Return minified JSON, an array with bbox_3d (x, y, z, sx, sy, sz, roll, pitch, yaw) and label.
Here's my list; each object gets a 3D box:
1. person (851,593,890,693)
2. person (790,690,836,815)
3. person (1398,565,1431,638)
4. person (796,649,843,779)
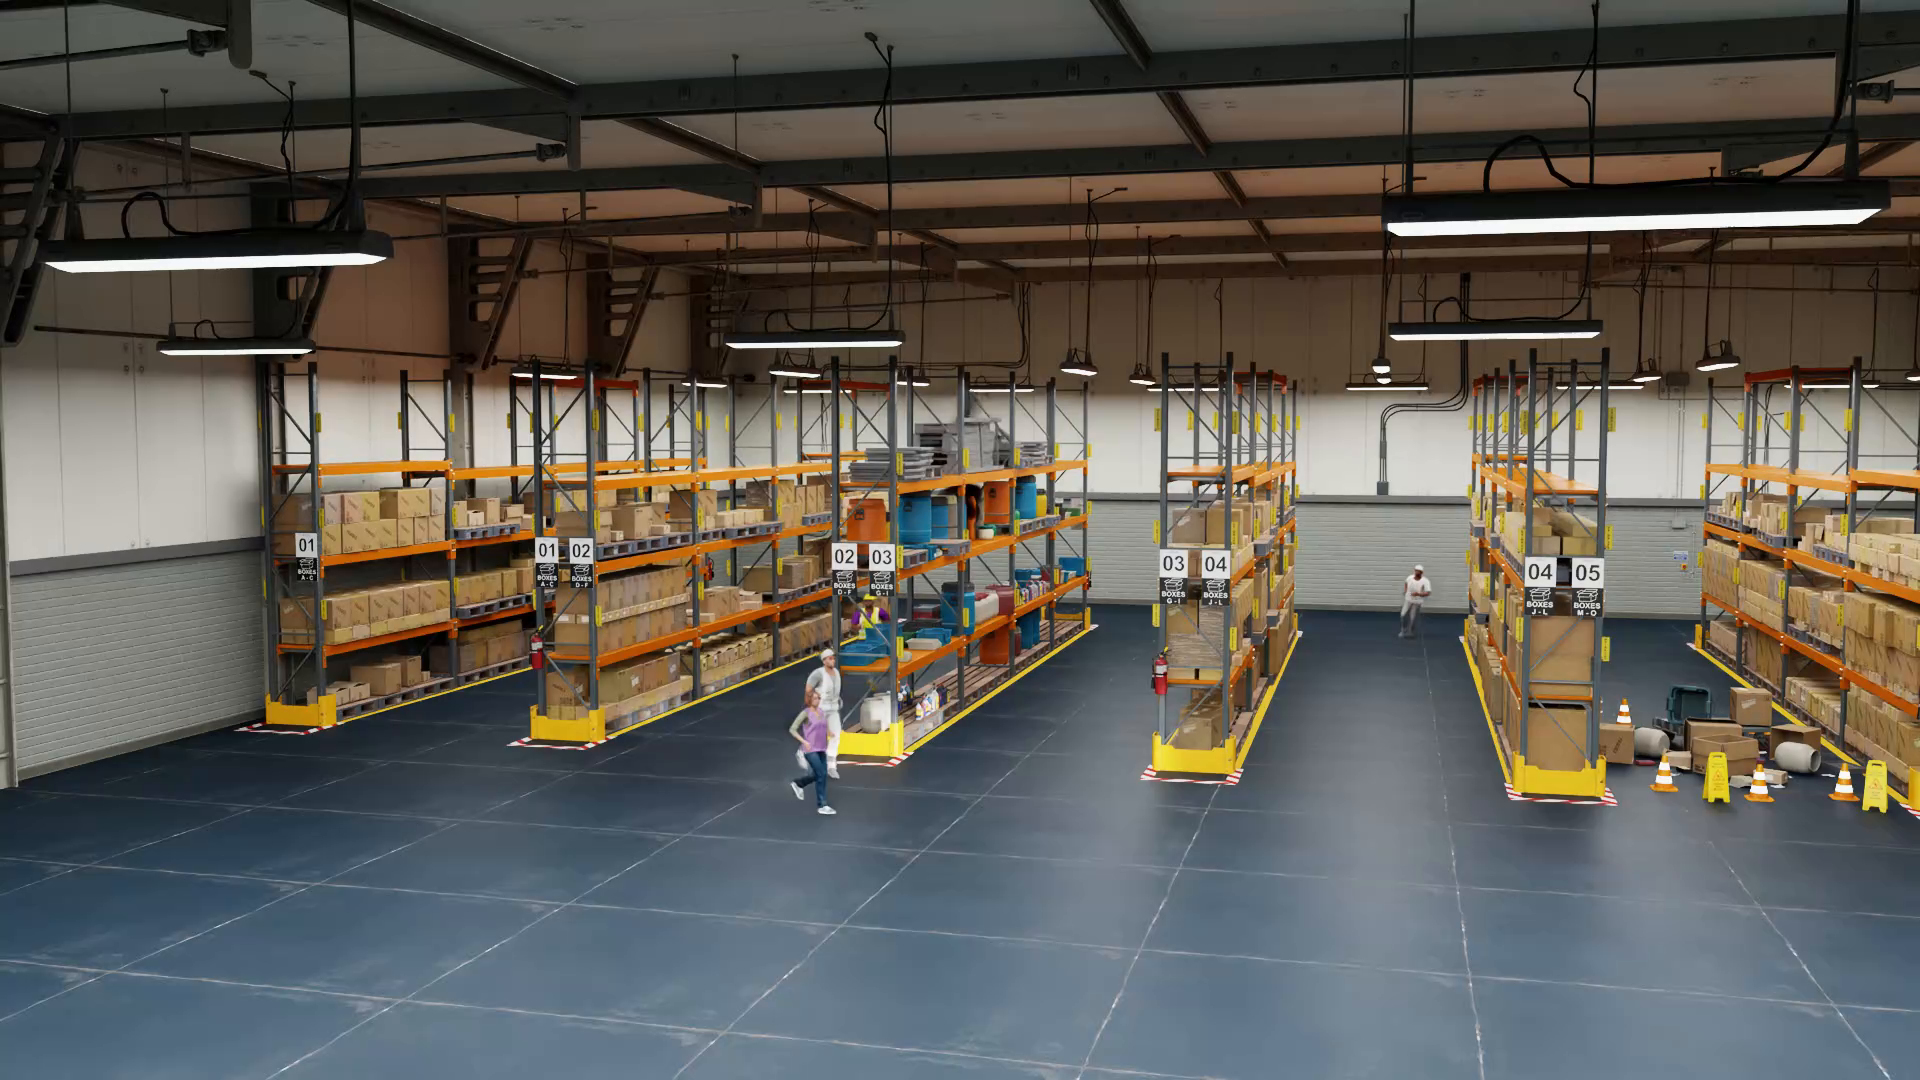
[{"bbox_3d":[-1.705,1.906,31.271,0.677,1.815,0.866,1,4,9],"label":"person"},{"bbox_3d":[-1.907,2.710,21.390,0.792,1.566,0.548,3,5,36],"label":"person"},{"bbox_3d":[10.563,1.441,38.562,0.751,1.759,0.646,3,5,38],"label":"person"},{"bbox_3d":[-1.919,2.438,23.643,0.678,1.784,0.931,-4,5,-41],"label":"person"}]
